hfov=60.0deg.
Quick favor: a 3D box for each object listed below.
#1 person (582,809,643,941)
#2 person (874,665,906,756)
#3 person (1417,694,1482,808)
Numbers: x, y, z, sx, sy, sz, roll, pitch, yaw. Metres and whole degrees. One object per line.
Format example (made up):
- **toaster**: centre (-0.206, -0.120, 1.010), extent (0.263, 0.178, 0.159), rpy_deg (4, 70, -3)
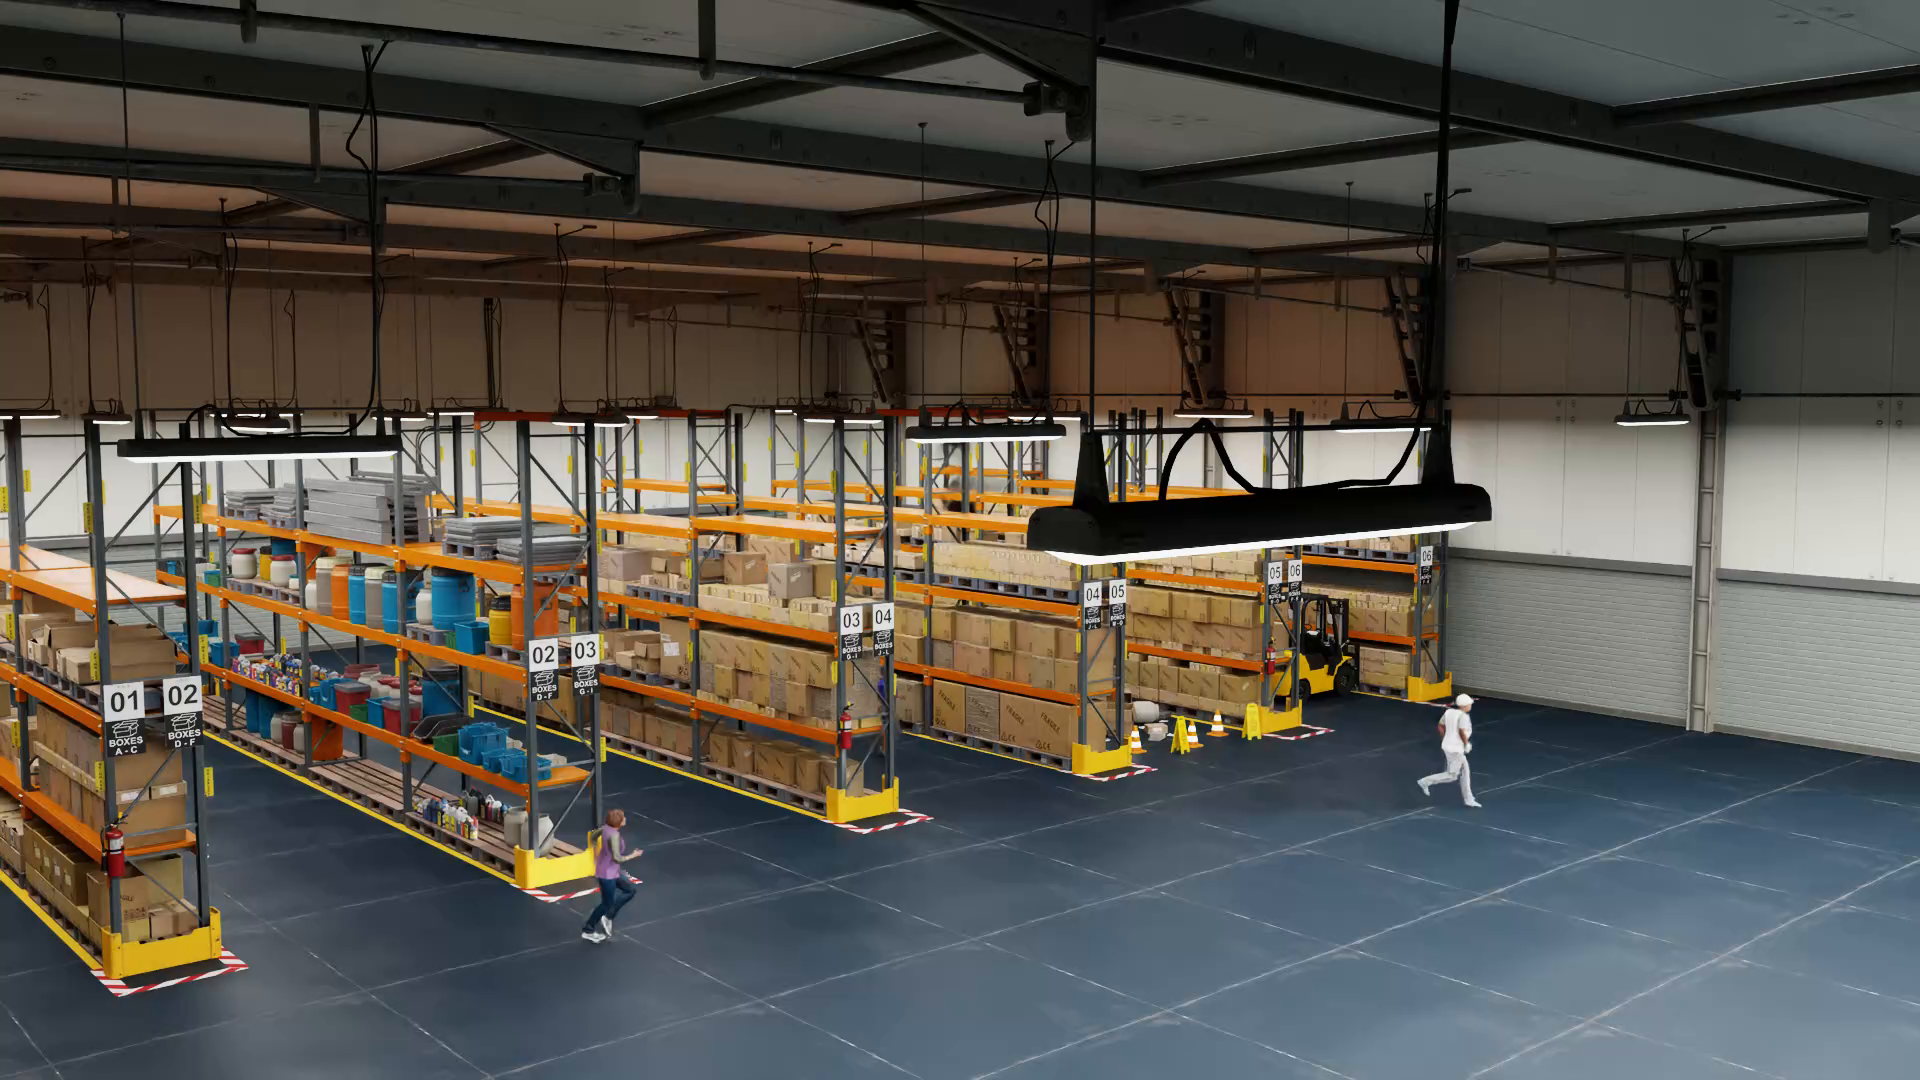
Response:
- **person**: centre (-4.013, 3.854, 19.190), extent (0.708, 1.549, 0.572), rpy_deg (-1, 5, -15)
- **person**: centre (-1.225, 2.965, 28.966), extent (0.643, 1.632, 0.552), rpy_deg (2, 5, 23)
- **person**: centre (7.502, 3.241, 25.433), extent (1.044, 1.770, 0.680), rpy_deg (0, 5, -3)
